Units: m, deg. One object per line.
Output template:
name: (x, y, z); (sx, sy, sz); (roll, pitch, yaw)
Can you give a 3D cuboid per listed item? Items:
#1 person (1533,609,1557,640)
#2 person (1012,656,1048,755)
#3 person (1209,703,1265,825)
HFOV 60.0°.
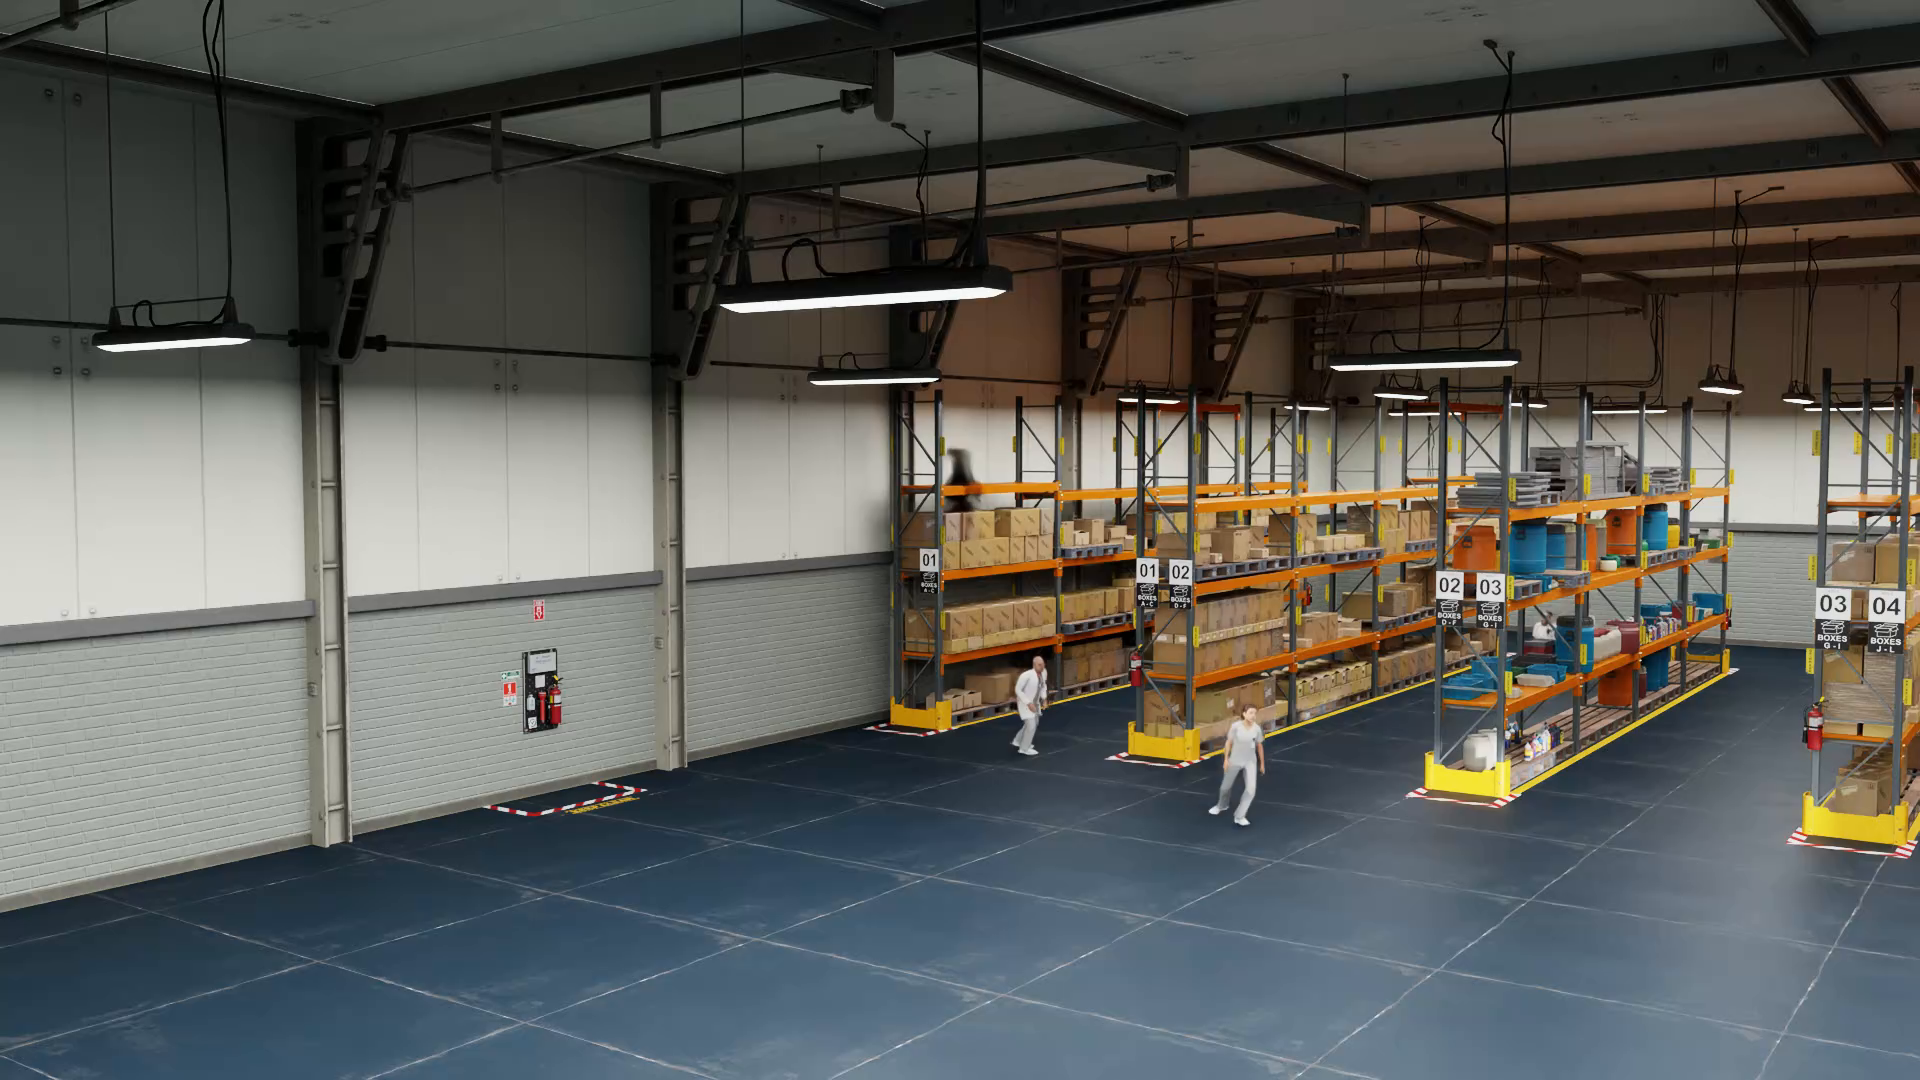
person: (11.654, 2.250, 33.179); (0.636, 1.747, 0.659); (3, 4, 41)
person: (1.093, 2.665, 26.985); (0.873, 1.640, 0.739); (3, 4, 43)
person: (3.693, 2.946, 22.142); (0.702, 1.596, 0.740); (0, 3, 2)
